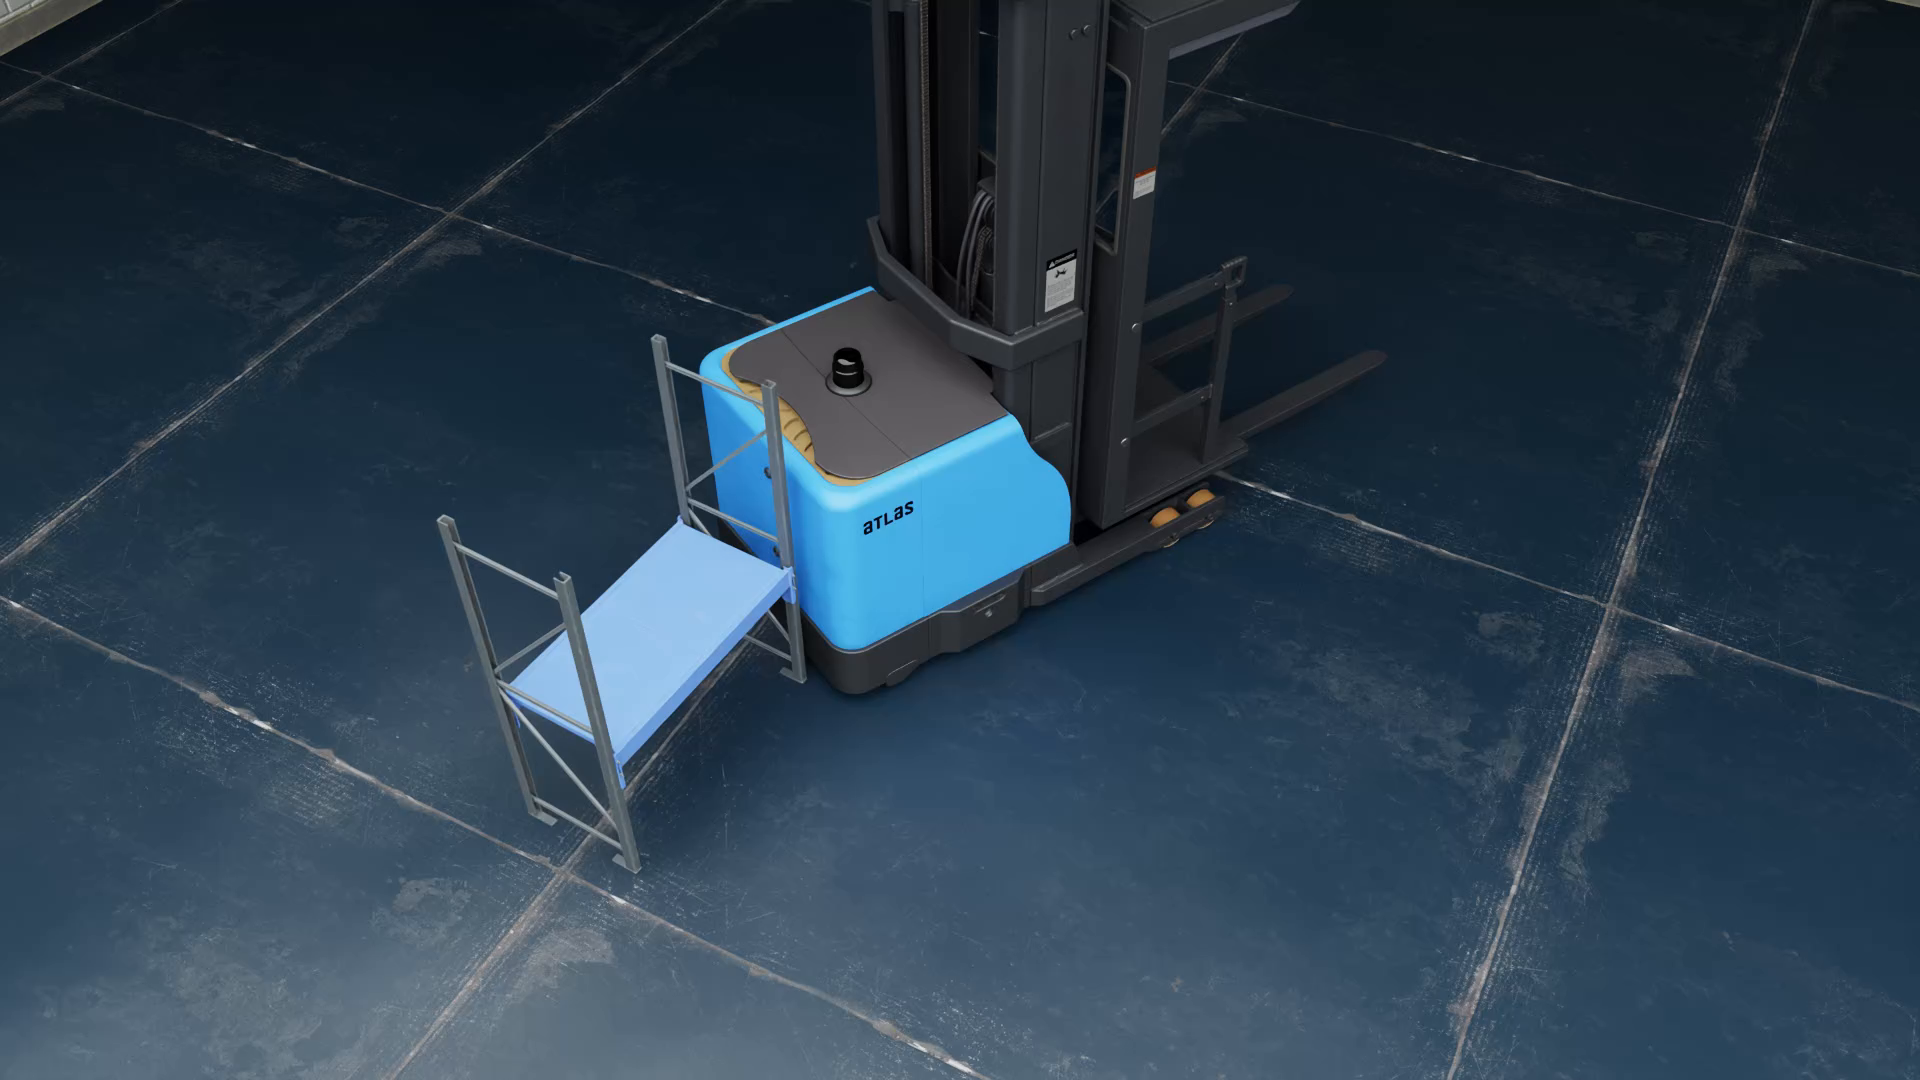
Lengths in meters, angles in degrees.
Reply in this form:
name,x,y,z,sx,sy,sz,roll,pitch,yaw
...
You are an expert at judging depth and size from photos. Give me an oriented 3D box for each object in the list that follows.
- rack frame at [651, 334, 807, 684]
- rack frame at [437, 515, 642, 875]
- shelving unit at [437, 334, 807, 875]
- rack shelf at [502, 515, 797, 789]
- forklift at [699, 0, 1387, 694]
name,x,y,z,sx,sy,sz,roll,pitch,yaw
rack frame,-0.819,-0.067,6.041,0.500,1.500,0.032,23,50,21
rack frame,-1.347,0.551,5.430,0.500,1.500,0.032,23,50,21
shelving unit,-1.083,0.242,5.736,0.538,1.500,1.048,23,50,21
rack shelf,-1.083,0.369,5.864,0.538,0.185,1.000,23,50,21
forklift,0.510,-1.284,6.238,3.031,2.935,1.130,-26,51,-24
